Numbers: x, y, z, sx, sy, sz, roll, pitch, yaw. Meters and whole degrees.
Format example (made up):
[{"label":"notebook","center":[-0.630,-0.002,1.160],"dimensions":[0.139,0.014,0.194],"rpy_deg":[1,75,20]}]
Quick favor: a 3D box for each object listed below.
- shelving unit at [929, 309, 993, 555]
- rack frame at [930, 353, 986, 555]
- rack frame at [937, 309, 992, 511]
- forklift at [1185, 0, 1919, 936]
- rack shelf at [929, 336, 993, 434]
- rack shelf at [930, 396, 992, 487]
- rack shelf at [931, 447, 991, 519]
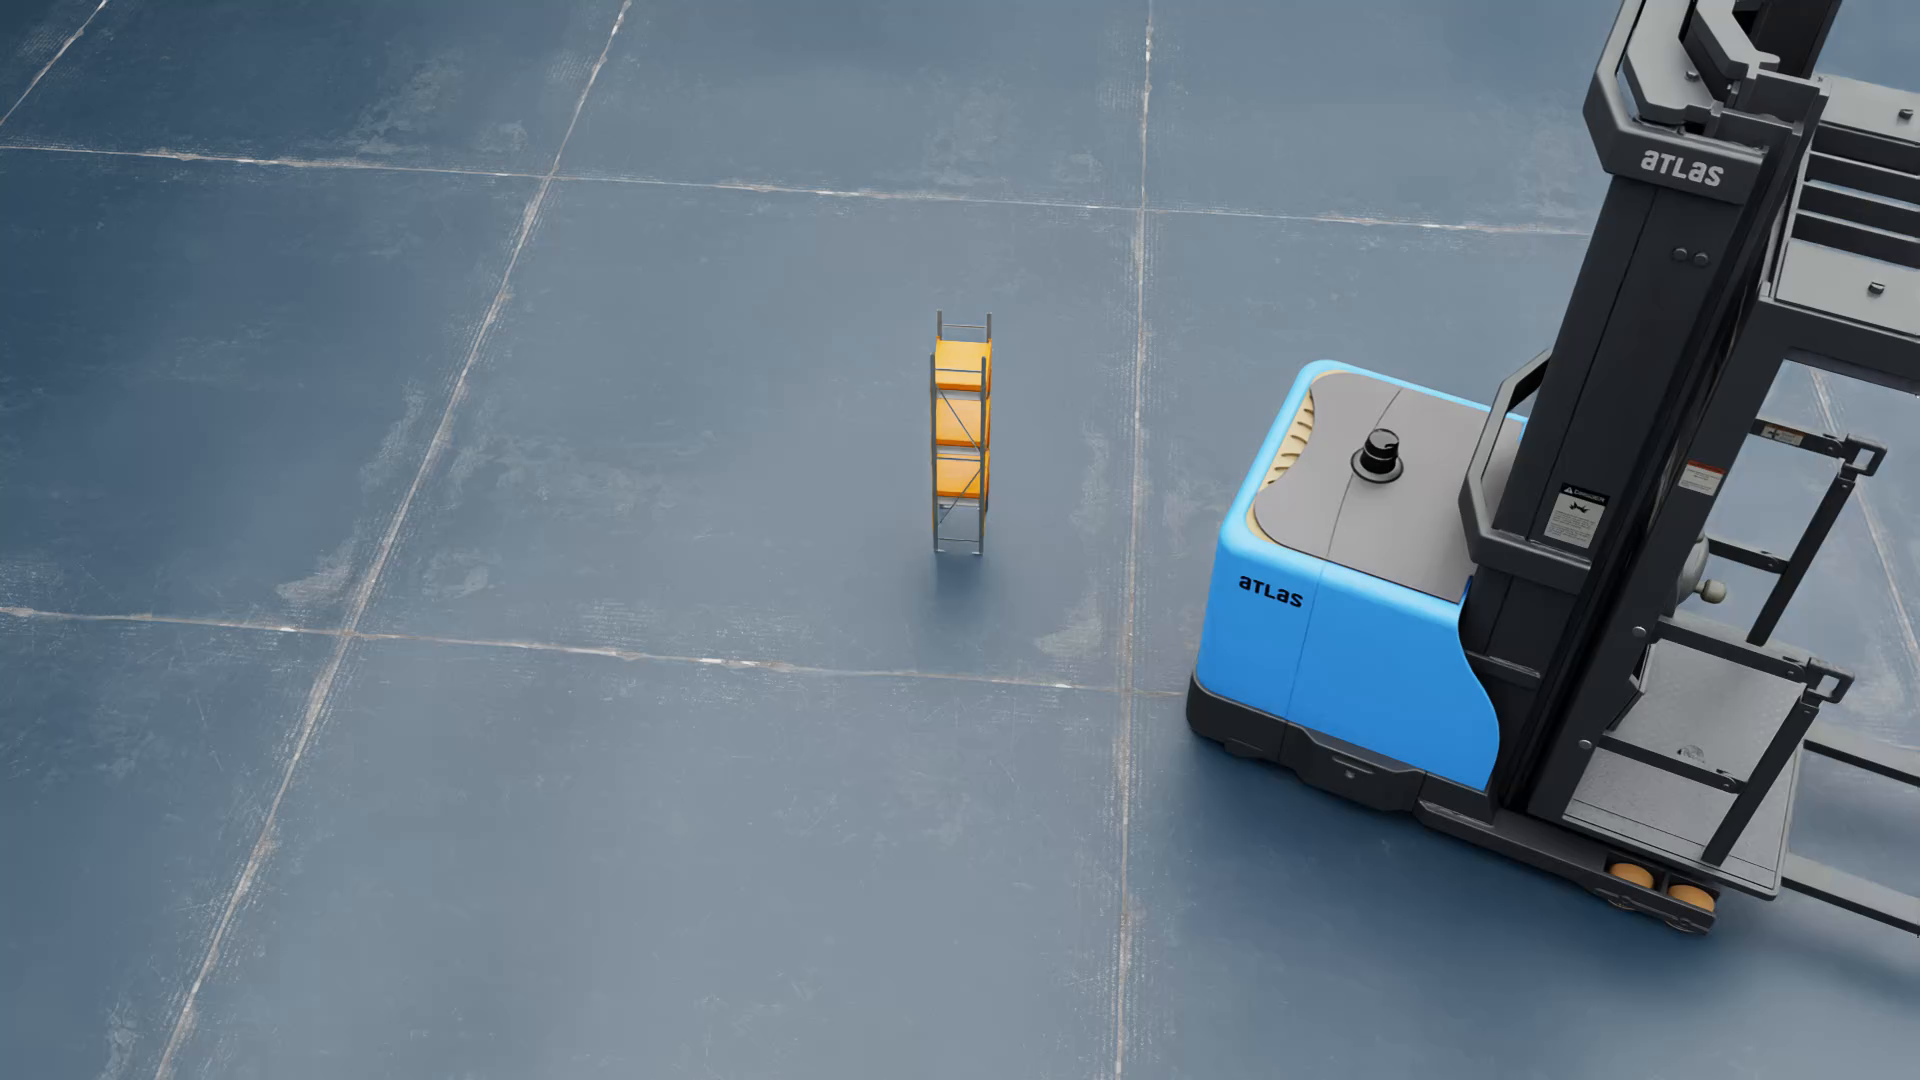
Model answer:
[{"label":"shelving unit","center":[0.005,-0.394,6.399],"dimensions":[0.215,1.050,0.252],"rpy_deg":[4,48,4]},{"label":"rack frame","center":[-0.006,-0.304,6.317],"dimensions":[0.200,1.050,0.008],"rpy_deg":[4,48,4]},{"label":"rack frame","center":[0.016,-0.483,6.481],"dimensions":[0.200,1.050,0.008],"rpy_deg":[4,48,4]},{"label":"forklift","center":[2.380,-0.134,4.887],"dimensions":[3.031,2.935,1.130],"rpy_deg":[19,50,17]},{"label":"rack shelf","center":[0.005,-0.578,6.197],"dimensions":[0.215,0.259,0.240],"rpy_deg":[4,48,4]},{"label":"rack shelf","center":[0.005,-0.387,6.406],"dimensions":[0.215,0.259,0.240],"rpy_deg":[4,48,4]},{"label":"rack shelf","center":[0.005,-0.199,6.611],"dimensions":[0.215,0.259,0.240],"rpy_deg":[4,48,4]}]
